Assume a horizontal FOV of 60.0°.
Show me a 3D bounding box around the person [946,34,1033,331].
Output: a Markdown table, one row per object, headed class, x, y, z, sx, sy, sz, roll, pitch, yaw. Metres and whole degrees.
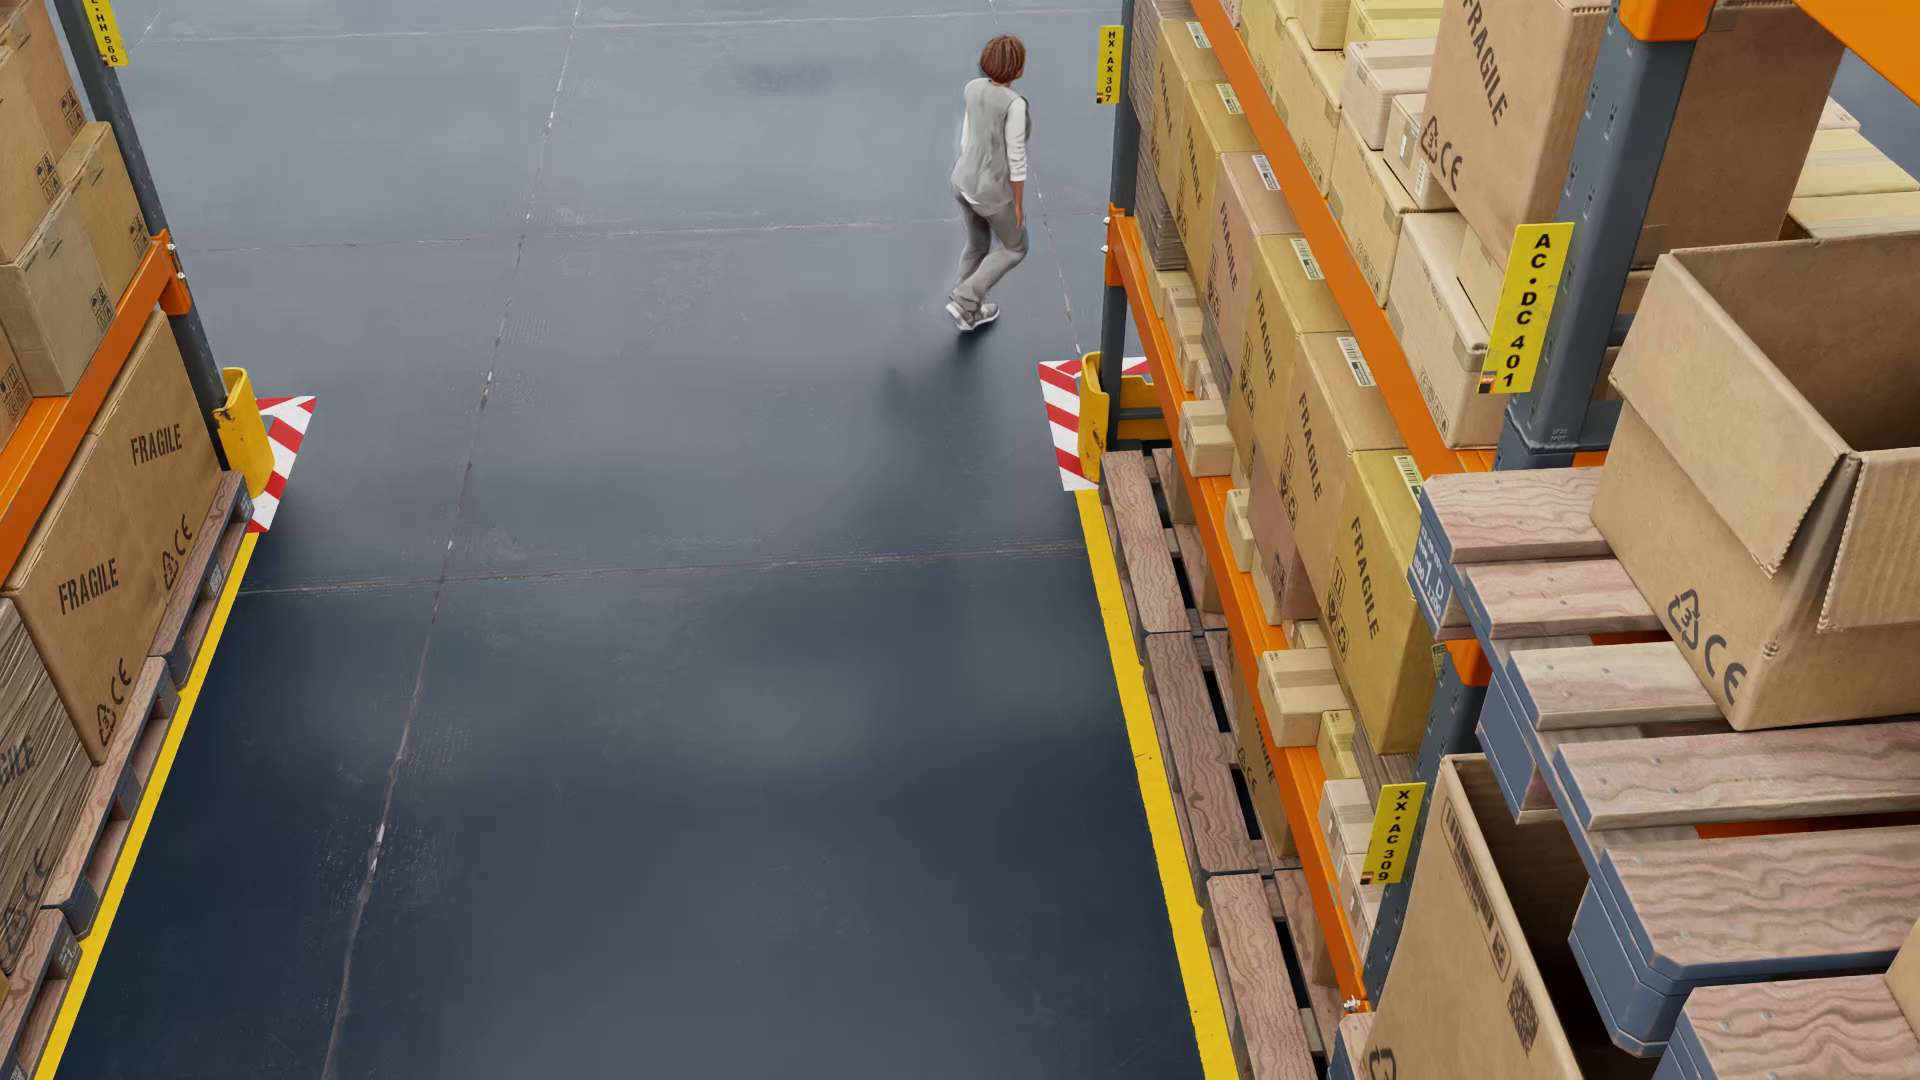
| class | x | y | z | sx | sy | sz | roll | pitch | yaw |
| --- | --- | --- | --- | --- | --- | --- | --- | --- | --- |
| person | 0.119 | -1.695 | 8.190 | 0.469 | 1.574 | 0.452 | -26 | 46 | -28 |
